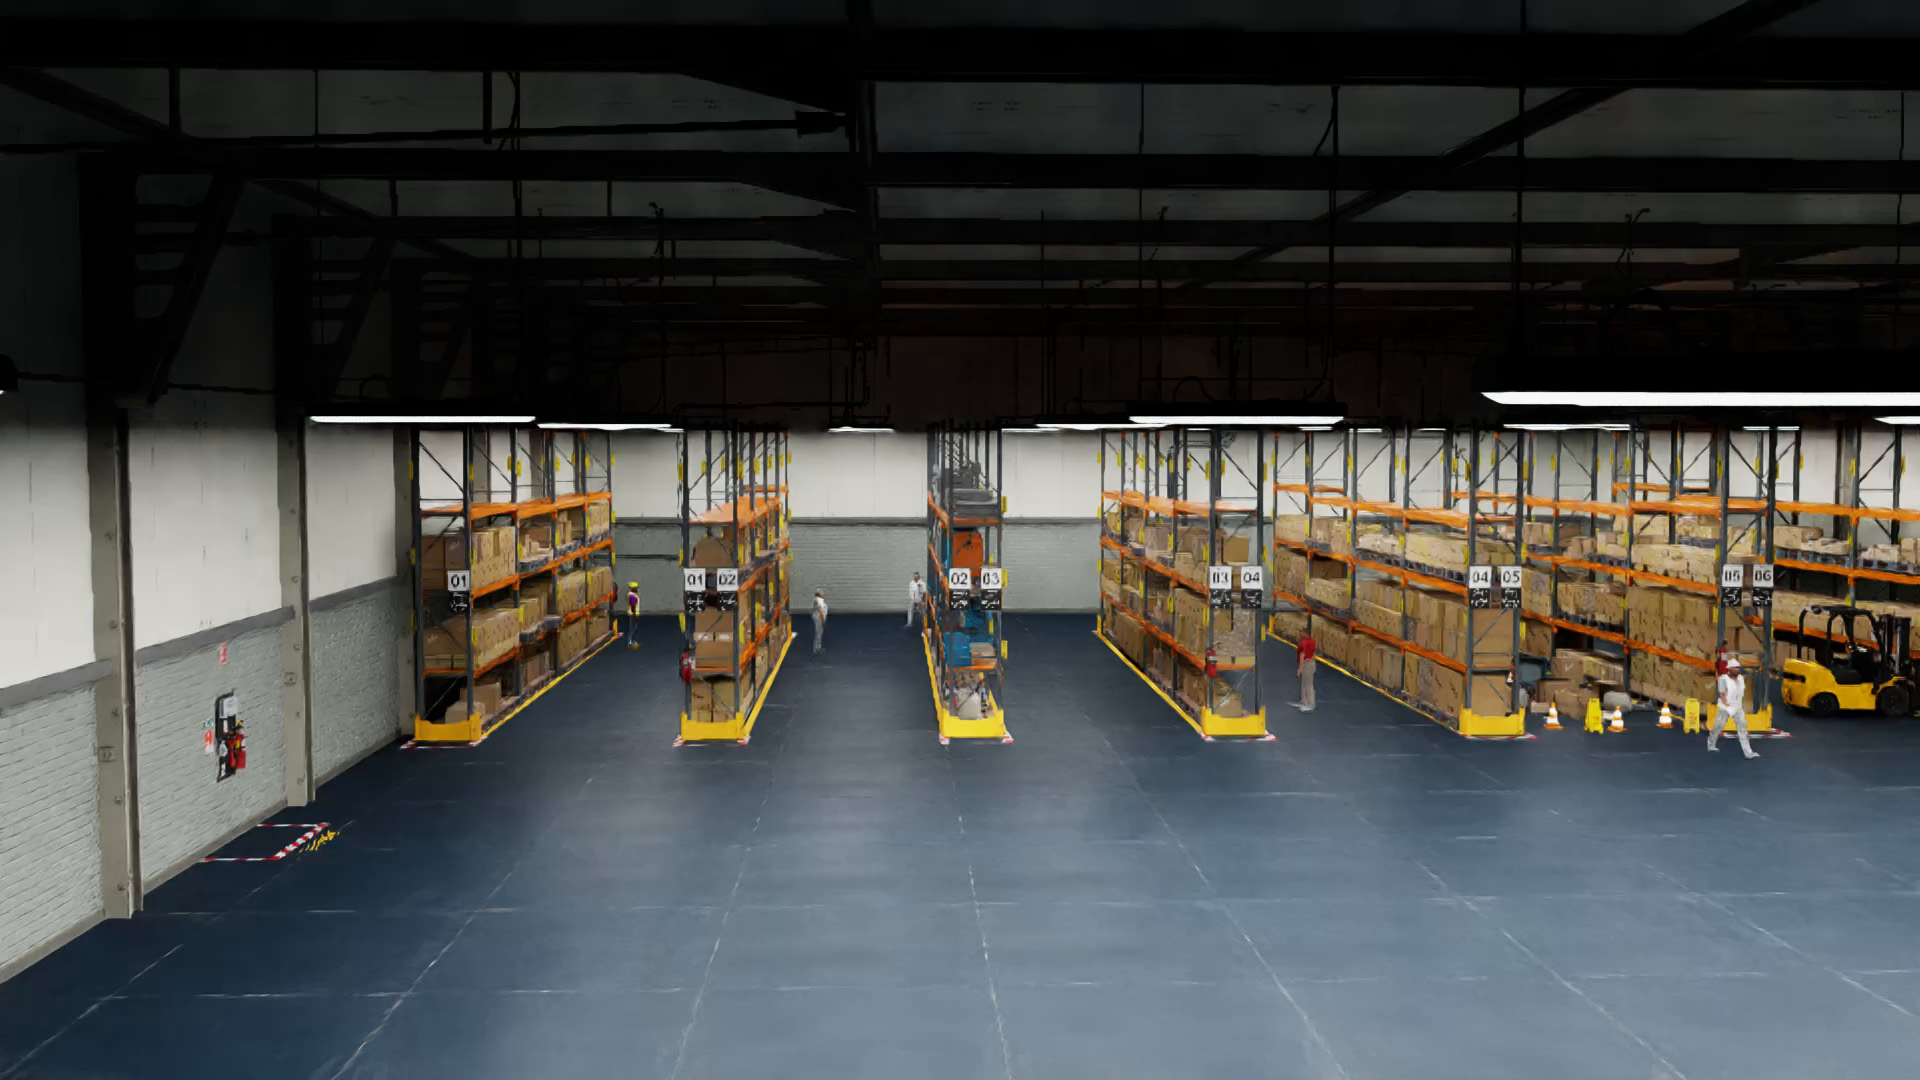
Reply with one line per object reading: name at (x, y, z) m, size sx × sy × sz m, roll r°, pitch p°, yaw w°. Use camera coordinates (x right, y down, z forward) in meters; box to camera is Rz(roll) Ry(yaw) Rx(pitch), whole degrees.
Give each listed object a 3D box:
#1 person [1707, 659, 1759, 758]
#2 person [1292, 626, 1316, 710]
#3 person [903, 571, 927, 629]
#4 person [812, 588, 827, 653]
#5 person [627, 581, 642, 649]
person at (13.665, 2.964, 29.442) m, size 0.554 × 1.724 × 1.031 m, roll -1°, pitch 4°, yaw -11°
person at (7.147, 2.639, 34.528) m, size 0.585 × 1.717 × 0.654 m, roll 2°, pitch 4°, yaw 29°
person at (-1.260, 1.751, 48.681) m, size 0.588 × 1.708 × 0.970 m, roll 1°, pitch 4°, yaw 22°
person at (-3.675, 2.095, 43.497) m, size 0.390 × 1.664 × 0.611 m, roll -1°, pitch 4°, yaw -15°
person at (-8.674, 1.981, 44.297) m, size 0.385 × 1.767 × 0.699 m, roll -1°, pitch 4°, yaw -12°
